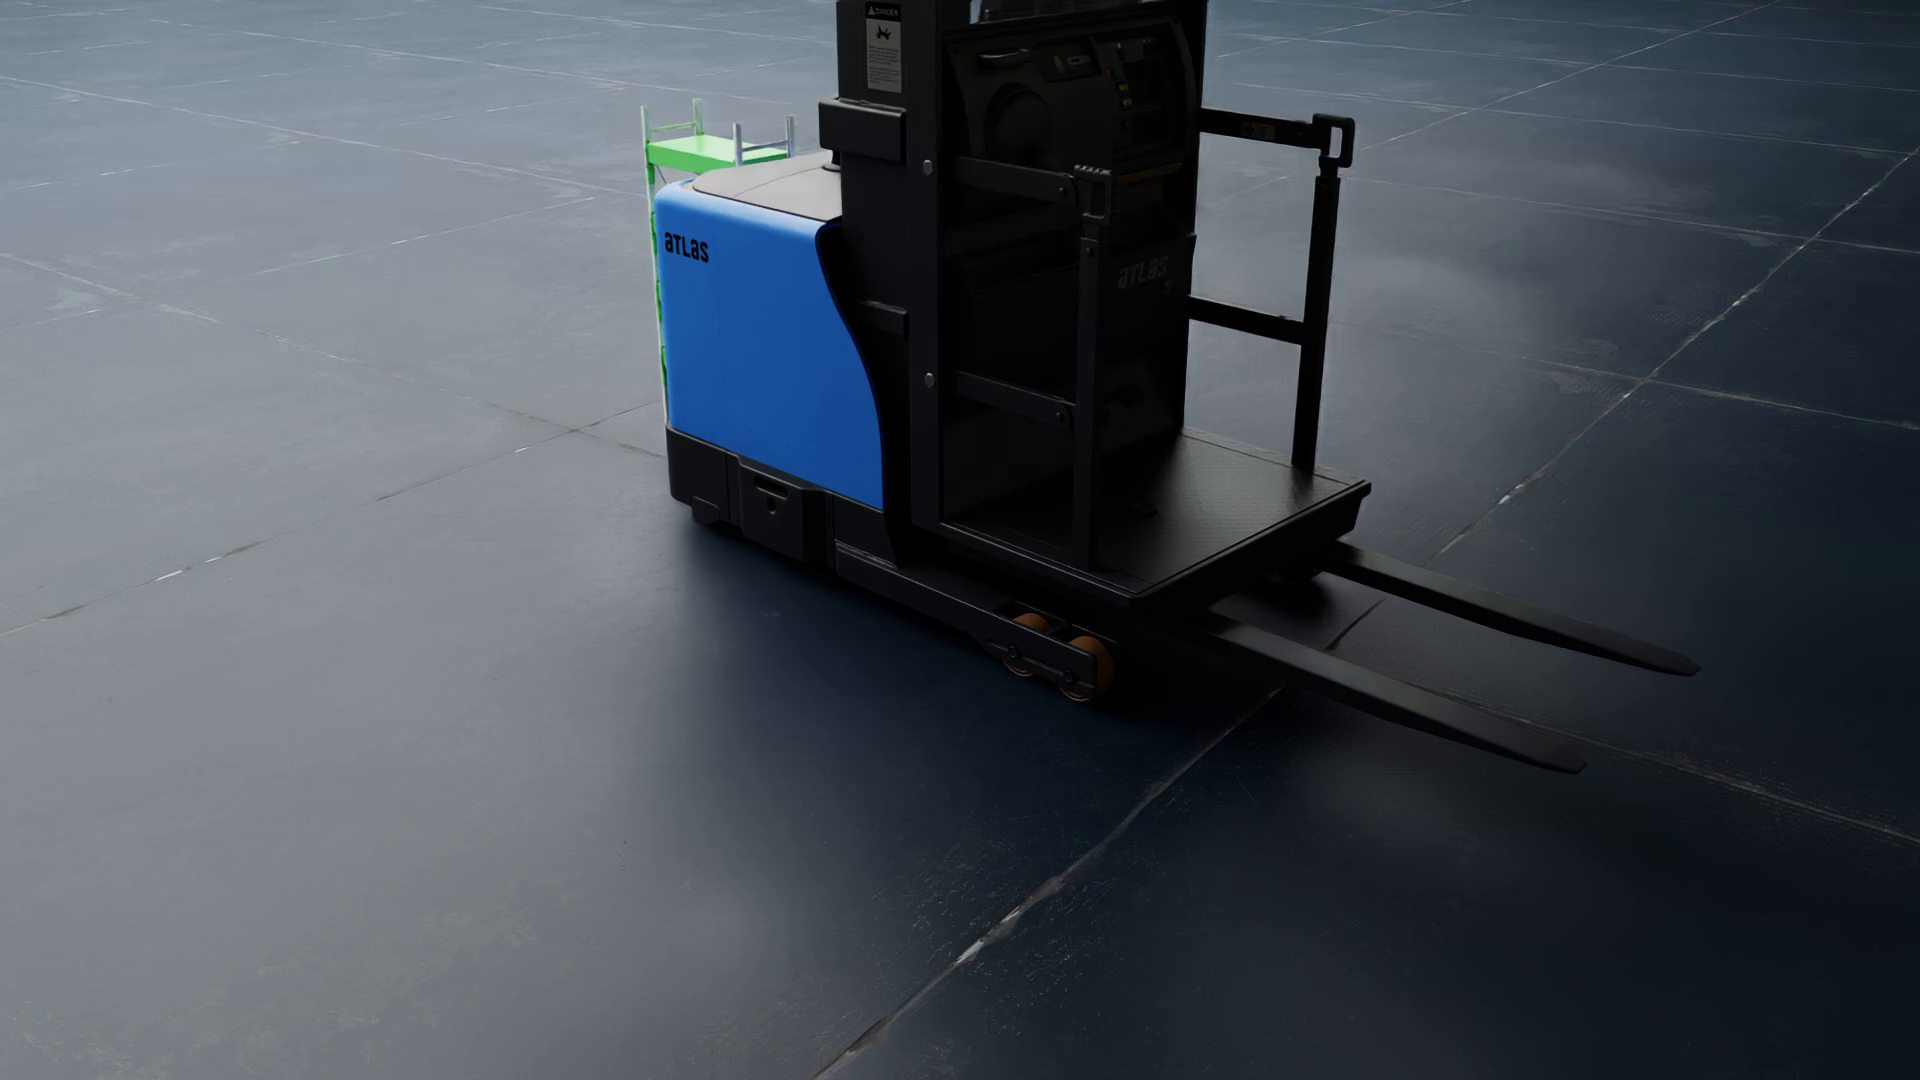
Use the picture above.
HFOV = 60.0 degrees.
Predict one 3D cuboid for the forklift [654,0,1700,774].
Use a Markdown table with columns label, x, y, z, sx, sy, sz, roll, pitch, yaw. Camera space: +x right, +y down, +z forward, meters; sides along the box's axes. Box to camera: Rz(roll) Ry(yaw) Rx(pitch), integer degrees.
| label | x | y | z | sx | sy | sz | roll | pitch | yaw |
| --- | --- | --- | --- | --- | --- | --- | --- | --- | --- |
| forklift | 0.465 | -1.160 | 4.247 | 3.031 | 2.935 | 1.130 | 21 | 32 | 39 |

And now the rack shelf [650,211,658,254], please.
| label | x | y | z | sx | sy | sz | roll | pitch | yaw |
| --- | --- | --- | --- | --- | --- | --- | --- | --- | --- |
| rack shelf | -0.805 | -1.028 | 5.658 | 0.480 | 0.148 | 0.258 | 21 | 32 | 39 |

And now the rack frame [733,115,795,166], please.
| label | x | y | z | sx | sy | sz | roll | pitch | yaw |
| --- | --- | --- | --- | --- | --- | --- | --- | --- | --- |
| rack frame | -0.630 | -0.799 | 5.574 | 0.015 | 1.200 | 0.240 | 21 | 32 | 39 |

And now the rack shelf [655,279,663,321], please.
| label | x | y | z | sx | sy | sz | roll | pitch | yaw |
| --- | --- | --- | --- | --- | --- | --- | --- | --- | --- |
| rack shelf | -0.805 | -0.808 | 5.755 | 0.480 | 0.148 | 0.258 | 21 | 32 | 39 |

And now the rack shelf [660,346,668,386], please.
| label | x | y | z | sx | sy | sz | roll | pitch | yaw |
| --- | --- | --- | --- | --- | --- | --- | --- | --- | --- |
| rack shelf | -0.805 | -0.589 | 5.852 | 0.480 | 0.148 | 0.258 | 21 | 32 | 39 |

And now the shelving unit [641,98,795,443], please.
| label | x | y | z | sx | sy | sz | roll | pitch | yaw |
| --- | --- | --- | --- | --- | --- | --- | --- | --- | --- |
| shelving unit | -0.805 | -0.867 | 5.729 | 0.503 | 1.200 | 0.258 | 21 | 32 | 39 |

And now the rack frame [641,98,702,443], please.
| label | x | y | z | sx | sy | sz | roll | pitch | yaw |
| --- | --- | --- | --- | --- | --- | --- | --- | --- | --- |
| rack frame | -0.980 | -0.935 | 5.885 | 0.015 | 1.200 | 0.240 | 21 | 32 | 39 |

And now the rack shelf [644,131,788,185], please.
| label | x | y | z | sx | sy | sz | roll | pitch | yaw |
| --- | --- | --- | --- | --- | --- | --- | --- | --- | --- |
| rack shelf | -0.805 | -1.248 | 5.562 | 0.480 | 0.148 | 0.258 | 21 | 32 | 39 |
